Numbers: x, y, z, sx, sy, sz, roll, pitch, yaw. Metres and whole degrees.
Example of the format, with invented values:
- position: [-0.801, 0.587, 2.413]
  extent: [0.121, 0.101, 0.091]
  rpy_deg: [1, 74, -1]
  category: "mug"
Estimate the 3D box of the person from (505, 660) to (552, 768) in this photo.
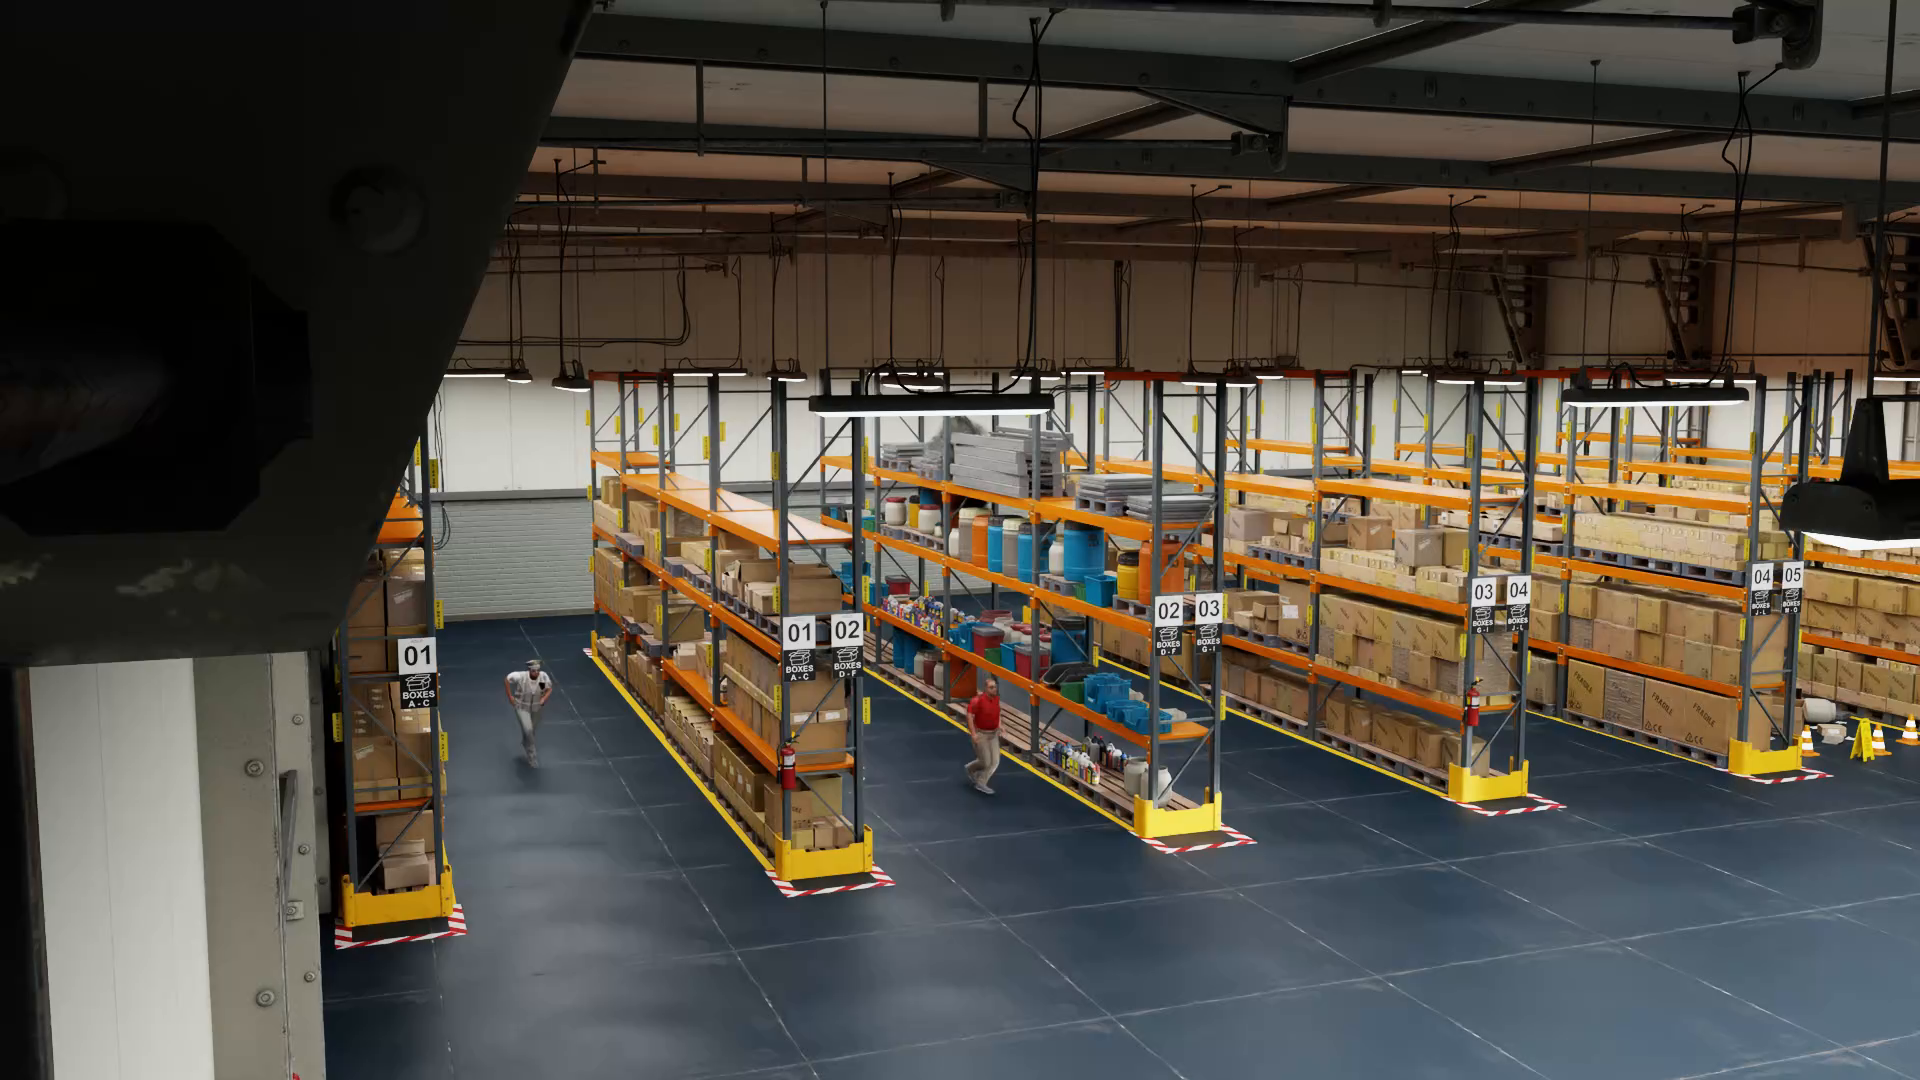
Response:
- position: [-6.723, 2.655, 25.867]
  extent: [0.713, 1.731, 1.013]
  rpy_deg: [-3, 7, -26]
  category: "person"

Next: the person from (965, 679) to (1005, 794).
- position: [0.322, 2.819, 24.123]
  extent: [0.662, 1.675, 0.619]
  rpy_deg: [-5, 8, -39]
  category: "person"

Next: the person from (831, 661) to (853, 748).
- position: [-2.027, 2.519, 26.799]
  extent: [0.658, 1.677, 0.773]
  rpy_deg: [-6, 9, -42]
  category: "person"
